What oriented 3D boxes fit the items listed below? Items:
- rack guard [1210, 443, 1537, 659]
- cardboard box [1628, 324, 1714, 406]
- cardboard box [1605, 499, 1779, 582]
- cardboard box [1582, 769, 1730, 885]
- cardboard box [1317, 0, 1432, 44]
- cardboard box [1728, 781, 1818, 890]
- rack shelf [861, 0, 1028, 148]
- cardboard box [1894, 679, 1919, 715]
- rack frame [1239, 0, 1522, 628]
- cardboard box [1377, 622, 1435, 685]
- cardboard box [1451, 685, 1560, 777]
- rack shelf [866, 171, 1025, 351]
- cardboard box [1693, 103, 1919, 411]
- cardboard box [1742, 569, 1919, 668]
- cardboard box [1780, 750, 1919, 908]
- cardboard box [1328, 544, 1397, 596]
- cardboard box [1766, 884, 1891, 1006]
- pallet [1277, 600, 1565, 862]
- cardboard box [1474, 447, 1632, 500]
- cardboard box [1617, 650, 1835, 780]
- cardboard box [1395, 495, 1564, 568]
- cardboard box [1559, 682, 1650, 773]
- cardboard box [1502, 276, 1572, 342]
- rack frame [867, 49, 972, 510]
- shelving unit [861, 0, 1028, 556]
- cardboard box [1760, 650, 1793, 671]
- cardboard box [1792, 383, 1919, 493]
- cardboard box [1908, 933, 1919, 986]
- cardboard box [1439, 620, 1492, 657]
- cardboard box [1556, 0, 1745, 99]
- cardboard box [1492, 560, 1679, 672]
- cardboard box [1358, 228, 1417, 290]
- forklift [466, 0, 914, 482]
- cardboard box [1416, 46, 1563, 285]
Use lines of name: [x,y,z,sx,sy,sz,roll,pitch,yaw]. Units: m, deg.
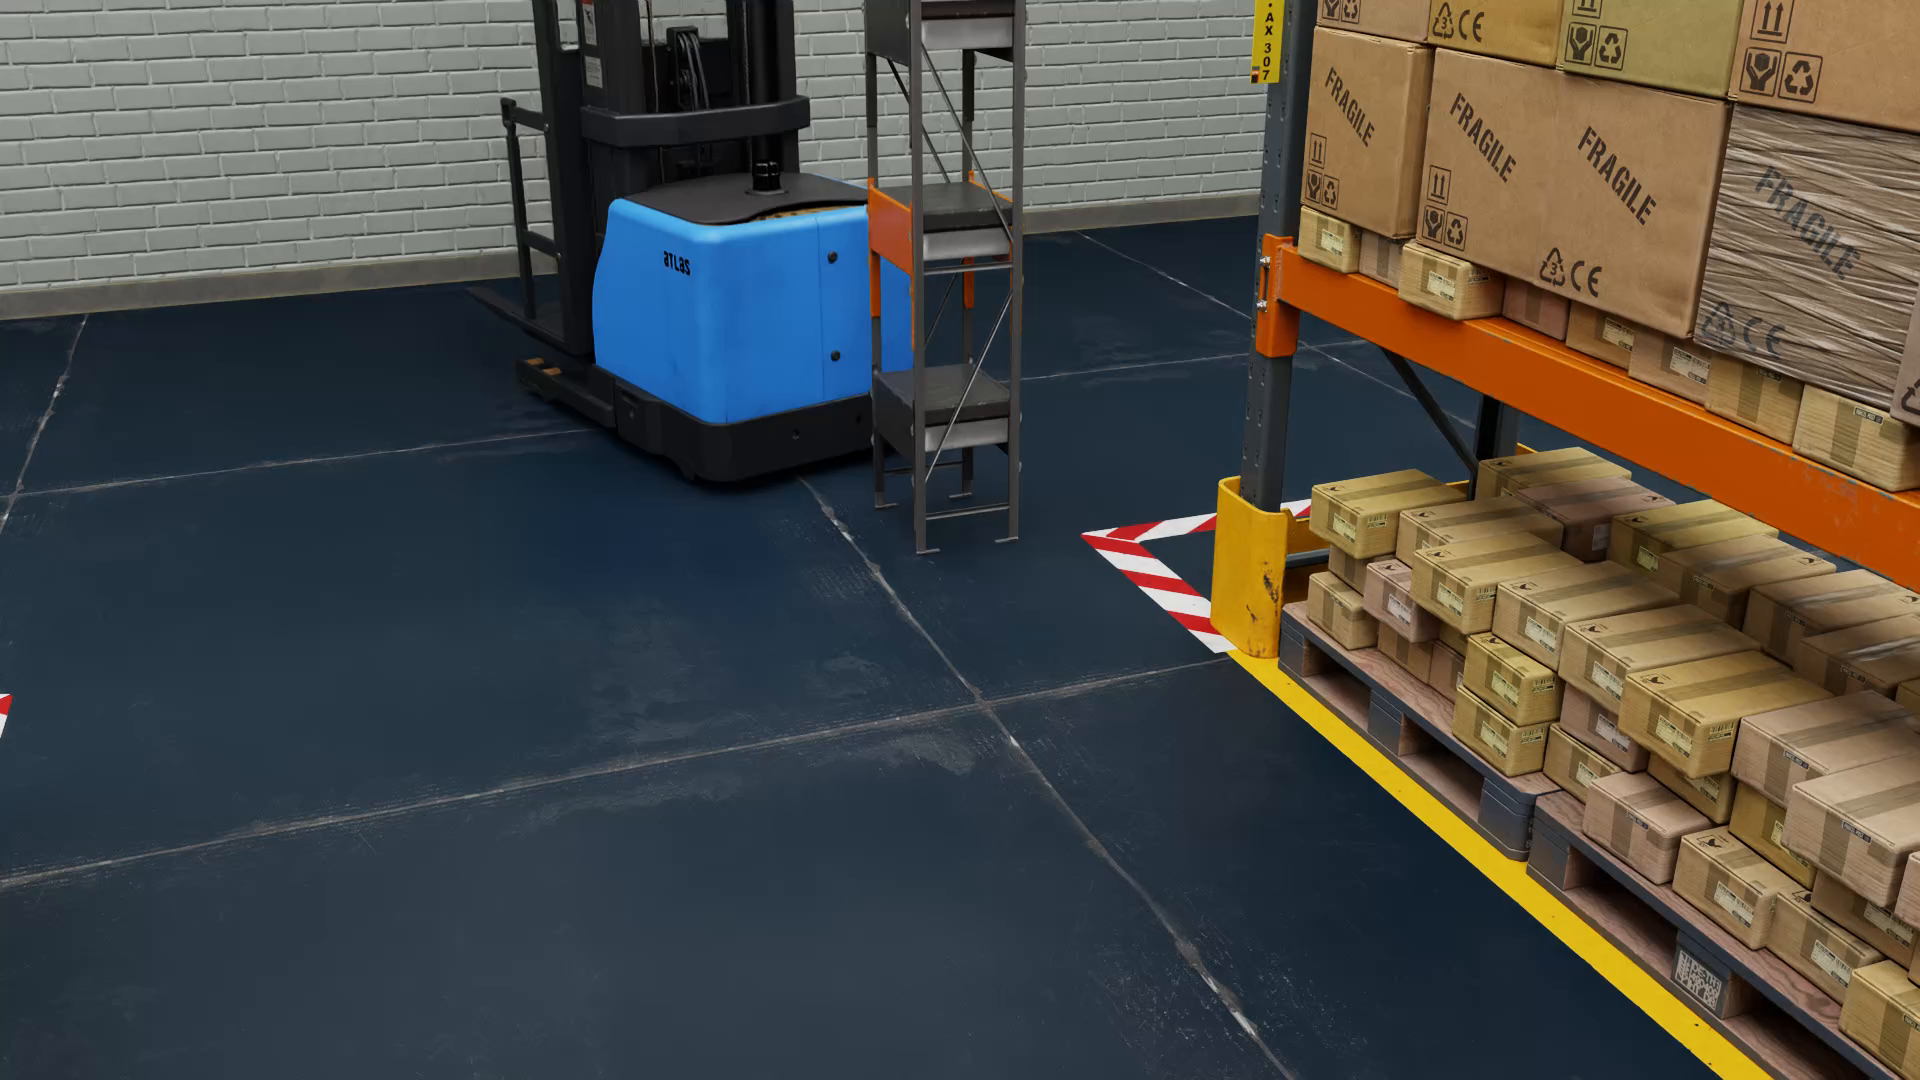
rack guard: [1.428,0.017,5.567,1.175,0.500,0.348,-8,24,-19]
cardboard box: [1.736,-0.422,3.712,0.380,0.149,0.250,-9,24,-20]
cardboard box: [2.071,0.017,4.712,0.380,0.149,0.250,-9,24,-20]
cardboard box: [1.724,0.655,3.964,0.380,0.149,0.250,-10,25,-22]
cardboard box: [1.312,-1.607,4.402,0.500,0.500,0.500,-8,24,-19]
cardboard box: [1.952,0.614,3.678,0.380,0.149,0.250,-7,24,-16]
rack shelf: [-0.058,-1.660,5.718,0.431,0.518,0.480,-8,24,-19]
cardboard box: [2.358,0.412,3.775,0.380,0.149,0.250,-8,24,-19]
rack frame: [1.401,-1.163,5.147,1.000,3.000,0.127,-8,24,-19]
cardboard box: [1.456,0.276,4.864,0.380,0.149,0.250,-8,24,-19]
cardboard box: [1.538,0.473,4.396,0.380,0.149,0.250,-8,24,-18]
rack shelf: [-0.058,-1.015,5.990,0.431,0.518,0.480,-8,24,-19]
cardboard box: [1.861,-0.590,3.276,0.500,0.500,0.500,-9,24,-20]
cardboard box: [2.250,0.209,4.255,0.380,0.149,0.250,-7,24,-17]
cardboard box: [1.916,0.579,3.377,0.380,0.149,0.250,-9,25,-21]
cardboard box: [1.346,0.046,5.026,0.380,0.149,0.250,-7,24,-17]
cardboard box: [1.962,0.835,3.537,0.380,0.149,0.250,-8,24,-18]
pallet: [1.682,0.450,4.911,1.003,0.211,1.213,-8,24,-19]
cardboard box: [1.825,-0.159,5.129,0.380,0.149,0.250,-8,24,-18]
cardboard box: [1.752,0.396,3.813,0.380,0.149,0.250,-8,24,-18]
cardboard box: [1.479,0.004,4.743,0.380,0.149,0.250,-8,24,-18]
cardboard box: [1.731,0.421,4.135,0.380,0.149,0.250,-10,25,-22]
cardboard box: [1.603,-0.617,4.175,0.380,0.149,0.250,-7,24,-17]
rack frame: [-0.145,-1.116,6.195,0.400,2.100,0.015,-8,24,-19]
shelving unit: [-0.058,-1.028,5.985,0.431,2.100,0.503,-8,24,-19]
cardboard box: [2.235,0.348,4.309,0.380,0.149,0.250,-8,24,-18]
cardboard box: [1.875,-0.223,3.242,0.380,0.149,0.250,-8,24,-18]
cardboard box: [2.082,0.817,3.197,0.380,0.149,0.250,-8,24,-18]
cardboard box: [1.559,0.230,4.589,0.380,0.149,0.250,-8,24,-18]
cardboard box: [1.659,-1.233,3.513,0.500,0.500,0.500,-9,24,-20]
cardboard box: [1.613,0.192,4.297,0.380,0.149,0.250,-10,25,-22]
cardboard box: [1.338,-0.798,4.604,0.380,0.149,0.250,-7,24,-17]
forklift: [-1.455,-2.091,7.436,1.130,2.935,3.031,-16,28,-34]
cardboard box: [1.514,-0.954,4.139,0.500,0.500,0.500,-8,24,-19]
